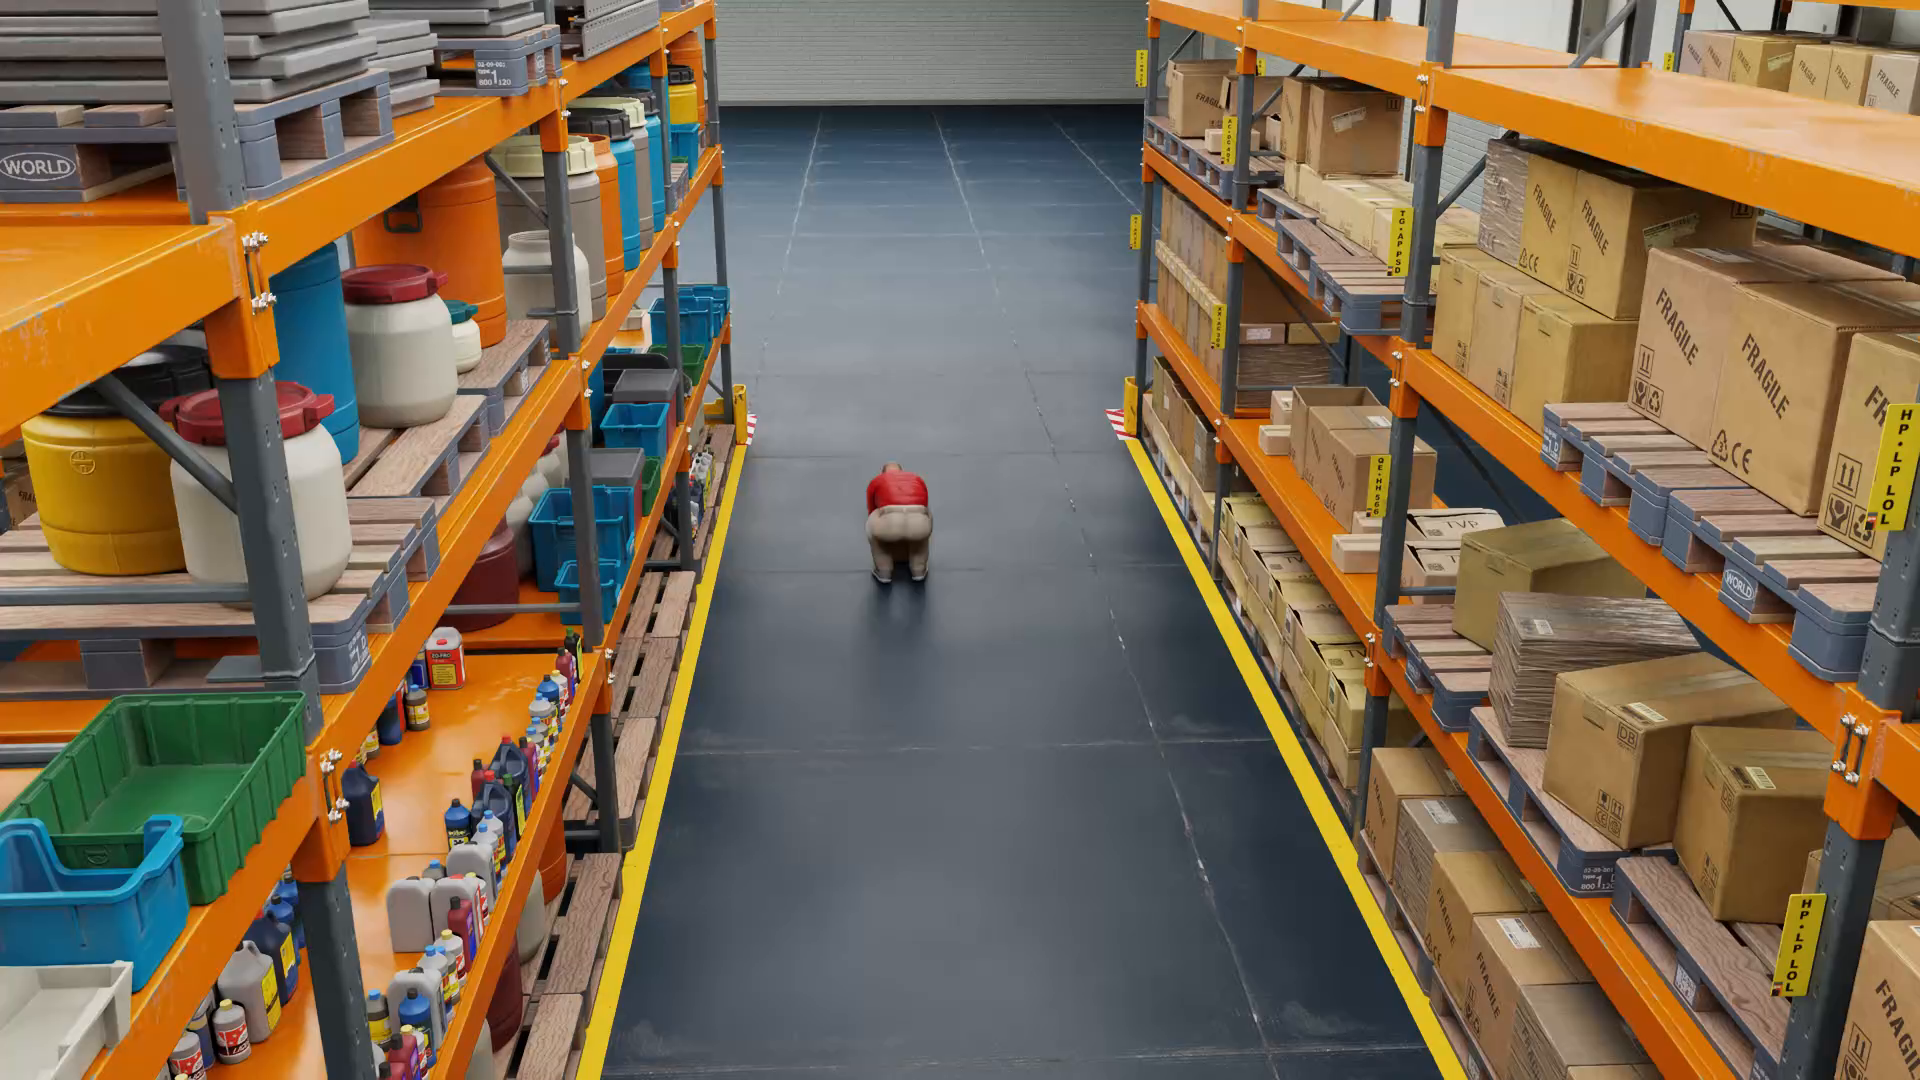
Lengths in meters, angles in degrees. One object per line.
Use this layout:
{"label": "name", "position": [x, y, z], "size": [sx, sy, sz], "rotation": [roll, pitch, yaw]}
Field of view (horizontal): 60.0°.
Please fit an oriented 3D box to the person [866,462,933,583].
{"label": "person", "position": [-0.467, -0.086, 12.855], "size": [0.521, 0.718, 0.929], "rotation": [-2, 20, -4]}
